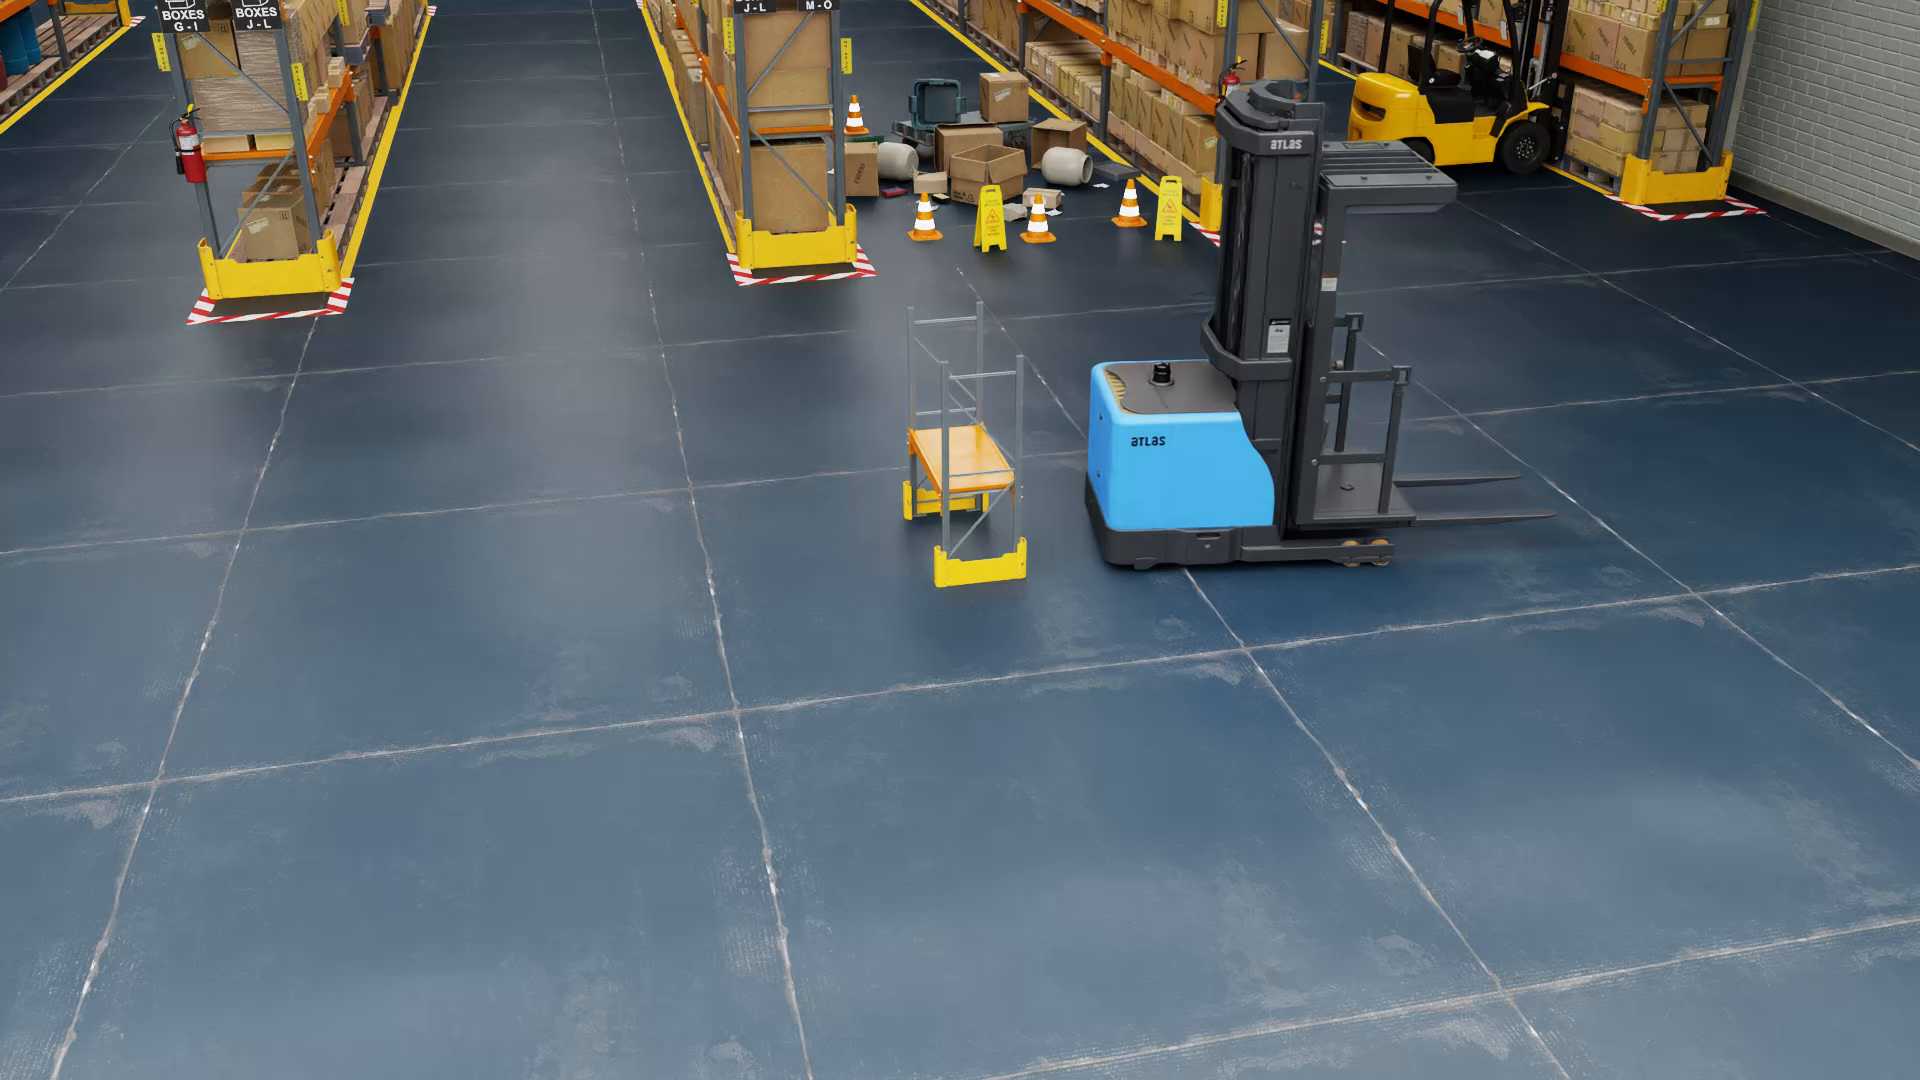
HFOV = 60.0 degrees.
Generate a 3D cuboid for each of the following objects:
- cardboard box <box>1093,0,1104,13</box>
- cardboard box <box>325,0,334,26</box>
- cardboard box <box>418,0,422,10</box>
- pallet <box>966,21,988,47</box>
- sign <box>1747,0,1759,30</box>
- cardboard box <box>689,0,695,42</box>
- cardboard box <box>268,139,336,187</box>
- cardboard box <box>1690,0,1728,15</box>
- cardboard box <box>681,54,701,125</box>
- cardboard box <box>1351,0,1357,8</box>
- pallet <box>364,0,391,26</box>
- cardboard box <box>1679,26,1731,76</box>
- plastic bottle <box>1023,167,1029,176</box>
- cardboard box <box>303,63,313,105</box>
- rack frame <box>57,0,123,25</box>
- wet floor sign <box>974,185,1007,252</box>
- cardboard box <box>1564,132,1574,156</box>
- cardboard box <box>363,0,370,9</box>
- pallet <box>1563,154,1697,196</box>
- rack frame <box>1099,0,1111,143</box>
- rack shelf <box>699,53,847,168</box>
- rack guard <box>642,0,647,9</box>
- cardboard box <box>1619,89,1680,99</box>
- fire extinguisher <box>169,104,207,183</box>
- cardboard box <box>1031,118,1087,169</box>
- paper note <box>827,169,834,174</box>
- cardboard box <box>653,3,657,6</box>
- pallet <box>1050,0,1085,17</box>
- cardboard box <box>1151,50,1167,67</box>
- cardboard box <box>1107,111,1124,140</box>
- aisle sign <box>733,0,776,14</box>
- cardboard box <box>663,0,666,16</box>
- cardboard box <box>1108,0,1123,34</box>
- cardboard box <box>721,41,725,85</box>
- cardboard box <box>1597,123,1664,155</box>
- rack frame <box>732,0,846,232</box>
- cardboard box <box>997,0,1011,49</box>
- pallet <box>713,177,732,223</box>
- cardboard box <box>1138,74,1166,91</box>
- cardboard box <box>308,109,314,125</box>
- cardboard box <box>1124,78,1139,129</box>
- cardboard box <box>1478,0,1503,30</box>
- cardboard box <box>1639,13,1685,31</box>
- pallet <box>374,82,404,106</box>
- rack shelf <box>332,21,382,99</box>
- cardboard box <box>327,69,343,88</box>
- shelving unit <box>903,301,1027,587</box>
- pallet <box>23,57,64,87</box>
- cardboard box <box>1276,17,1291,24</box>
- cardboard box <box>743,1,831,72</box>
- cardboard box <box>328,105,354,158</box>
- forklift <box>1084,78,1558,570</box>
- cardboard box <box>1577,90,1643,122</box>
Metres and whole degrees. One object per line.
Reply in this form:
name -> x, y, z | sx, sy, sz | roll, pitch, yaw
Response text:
cardboard box -> 1.885, -6.721, 20.896 | 0.380, 0.149, 0.250 | -6, 27, -11
cardboard box -> -6.901, -5.676, 17.463 | 0.500, 0.500, 0.500 | -6, 27, -12
cardboard box -> -9.867, -9.676, 28.829 | 0.875, 0.875, 0.875 | -6, 27, -12
pallet -> 0.715, -8.384, 27.473 | 1.003, 0.211, 1.213 | -6, 27, -12
sign -> 8.549, -5.673, 17.959 | 0.100, 0.325, 0.005 | -6, 27, -12
cardboard box -> -3.022, -6.369, 20.275 | 0.500, 0.500, 0.500 | -6, 27, -12
cardboard box -> -7.197, -4.083, 18.164 | 0.500, 0.500, 0.500 | 2, 27, 5
cardboard box -> 8.139, -5.834, 18.164 | 0.380, 0.149, 0.250 | -6, 27, -13
cardboard box -> -2.971, -5.771, 21.232 | 1.050, 0.750, 0.750 | -6, 27, -12
cardboard box -> 6.356, -8.451, 26.098 | 0.380, 0.149, 0.250 | -5, 27, -10
pallet -> -8.022, -6.810, 21.472 | 1.213, 0.211, 1.003 | -6, 27, -12
cardboard box -> 8.166, -5.488, 18.529 | 0.500, 0.500, 0.500 | -5, 27, -10
plastic bottle -> 0.734, -4.379, 19.705 | 0.133, 0.061, 0.283 | -1, 27, -3
cardboard box -> -6.881, -4.538, 16.318 | 0.875, 0.500, 0.500 | -6, 27, -12
rack frame -> -14.915, -10.207, 27.989 | 1.000, 3.000, 0.127 | -6, 27, -12
wet floor sign -> 0.307, -3.282, 16.883 | 0.267, 0.644, 0.232 | -11, 29, -20
cardboard box -> 7.386, -4.771, 19.806 | 0.500, 0.250, 0.500 | -6, 27, -11
cardboard box -> -7.902, -6.962, 20.983 | 0.700, 0.500, 0.500 | -2, 27, -4
pallet -> 7.794, -4.284, 19.350 | 1.003, 0.211, 1.213 | -6, 27, -12
rack frame -> 2.270, -6.448, 20.542 | 1.000, 3.000, 0.127 | -6, 27, -12
rack shelf -> -2.079, -4.702, 17.881 | 1.077, 0.370, 4.000 | -6, 27, -12
rack guard -> -5.217, -10.020, 30.393 | 1.175, 0.500, 0.348 | -6, 27, -12
cardboard box -> 7.967, -5.053, 19.255 | 0.500, 0.250, 0.500 | -6, 27, -12
fire extinguisher -> -6.907, -3.554, 14.895 | 0.296, 0.674, 0.183 | -6, 27, -12
cardboard box -> 1.186, -4.724, 19.899 | 0.500, 0.500, 0.500 | 13, 30, 24
paper note -> -1.496, -4.372, 19.725 | 0.142, 0.020, 0.147 | 19, 32, 32
cardboard box -> -5.066, -9.143, 28.580 | 0.380, 0.149, 0.250 | -6, 27, -12
pallet -> 1.855, -7.253, 22.351 | 1.003, 0.211, 1.213 | -6, 27, -12
cardboard box -> 2.392, -5.495, 18.932 | 0.380, 0.149, 0.250 | -6, 27, -12
cardboard box -> 2.140, -5.121, 20.500 | 0.500, 0.250, 0.500 | -7, 28, -14
aisle sign -> -1.905, -5.244, 15.272 | 0.394, 0.787, 0.004 | -6, 27, -12
cardboard box -> -4.301, -8.234, 25.558 | 0.500, 0.250, 0.500 | -5, 27, -10
cardboard box -> 2.098, -6.404, 20.014 | 0.500, 0.500, 0.500 | -6, 27, -12
cardboard box -> -2.065, -5.096, 17.698 | 0.875, 0.550, 0.500 | -6, 27, -12
cardboard box -> 7.593, -4.563, 18.838 | 0.500, 0.250, 0.500 | -6, 27, -12
rack frame -> -1.628, -4.145, 15.979 | 1.000, 3.000, 0.127 | -6, 27, -12
cardboard box -> 1.097, -8.146, 25.799 | 0.875, 0.875, 0.875 | -6, 27, -11
pallet -> -2.156, -3.777, 18.346 | 1.003, 0.211, 1.213 | -6, 27, -12
cardboard box -> 2.291, -5.341, 19.383 | 0.380, 0.149, 0.250 | -4, 27, -9
cardboard box -> -6.471, -4.053, 16.077 | 0.380, 0.149, 0.250 | -6, 27, -12
cardboard box -> 2.272, -5.222, 19.867 | 0.500, 0.500, 0.500 | -5, 27, -10
cardboard box -> 6.951, -6.777, 21.083 | 0.500, 0.500, 0.500 | -7, 28, -13
cardboard box -> 7.656, -5.655, 18.141 | 0.380, 0.149, 0.250 | -6, 27, -11
pallet -> -8.391, -6.306, 23.357 | 1.003, 0.211, 1.213 | -6, 27, -12
rack shelf -> -7.836, -5.998, 20.450 | 1.077, 0.370, 4.000 | -6, 27, -12
cardboard box -> -6.840, -4.940, 17.833 | 0.380, 0.149, 0.250 | -6, 27, -12
shelving unit -> 0.017, -0.636, 10.692 | 0.587, 1.500, 1.083 | -6, 27, -12
pallet -> -13.880, -6.863, 24.459 | 1.003, 0.211, 1.213 | -6, 27, -12
cardboard box -> 3.215, -5.332, 17.891 | 0.500, 0.500, 0.500 | -5, 27, -10
cardboard box -> -1.674, -4.861, 16.033 | 0.875, 0.550, 0.550 | -6, 27, -12
cardboard box -> -7.502, -4.794, 19.551 | 0.700, 0.500, 0.500 | -8, 28, -16
forklift -> 2.401, -1.372, 10.562 | 3.031, 2.935, 1.130 | -2, 27, -4
cardboard box -> 7.478, -4.998, 19.145 | 0.500, 0.250, 0.500 | -5, 27, -11
